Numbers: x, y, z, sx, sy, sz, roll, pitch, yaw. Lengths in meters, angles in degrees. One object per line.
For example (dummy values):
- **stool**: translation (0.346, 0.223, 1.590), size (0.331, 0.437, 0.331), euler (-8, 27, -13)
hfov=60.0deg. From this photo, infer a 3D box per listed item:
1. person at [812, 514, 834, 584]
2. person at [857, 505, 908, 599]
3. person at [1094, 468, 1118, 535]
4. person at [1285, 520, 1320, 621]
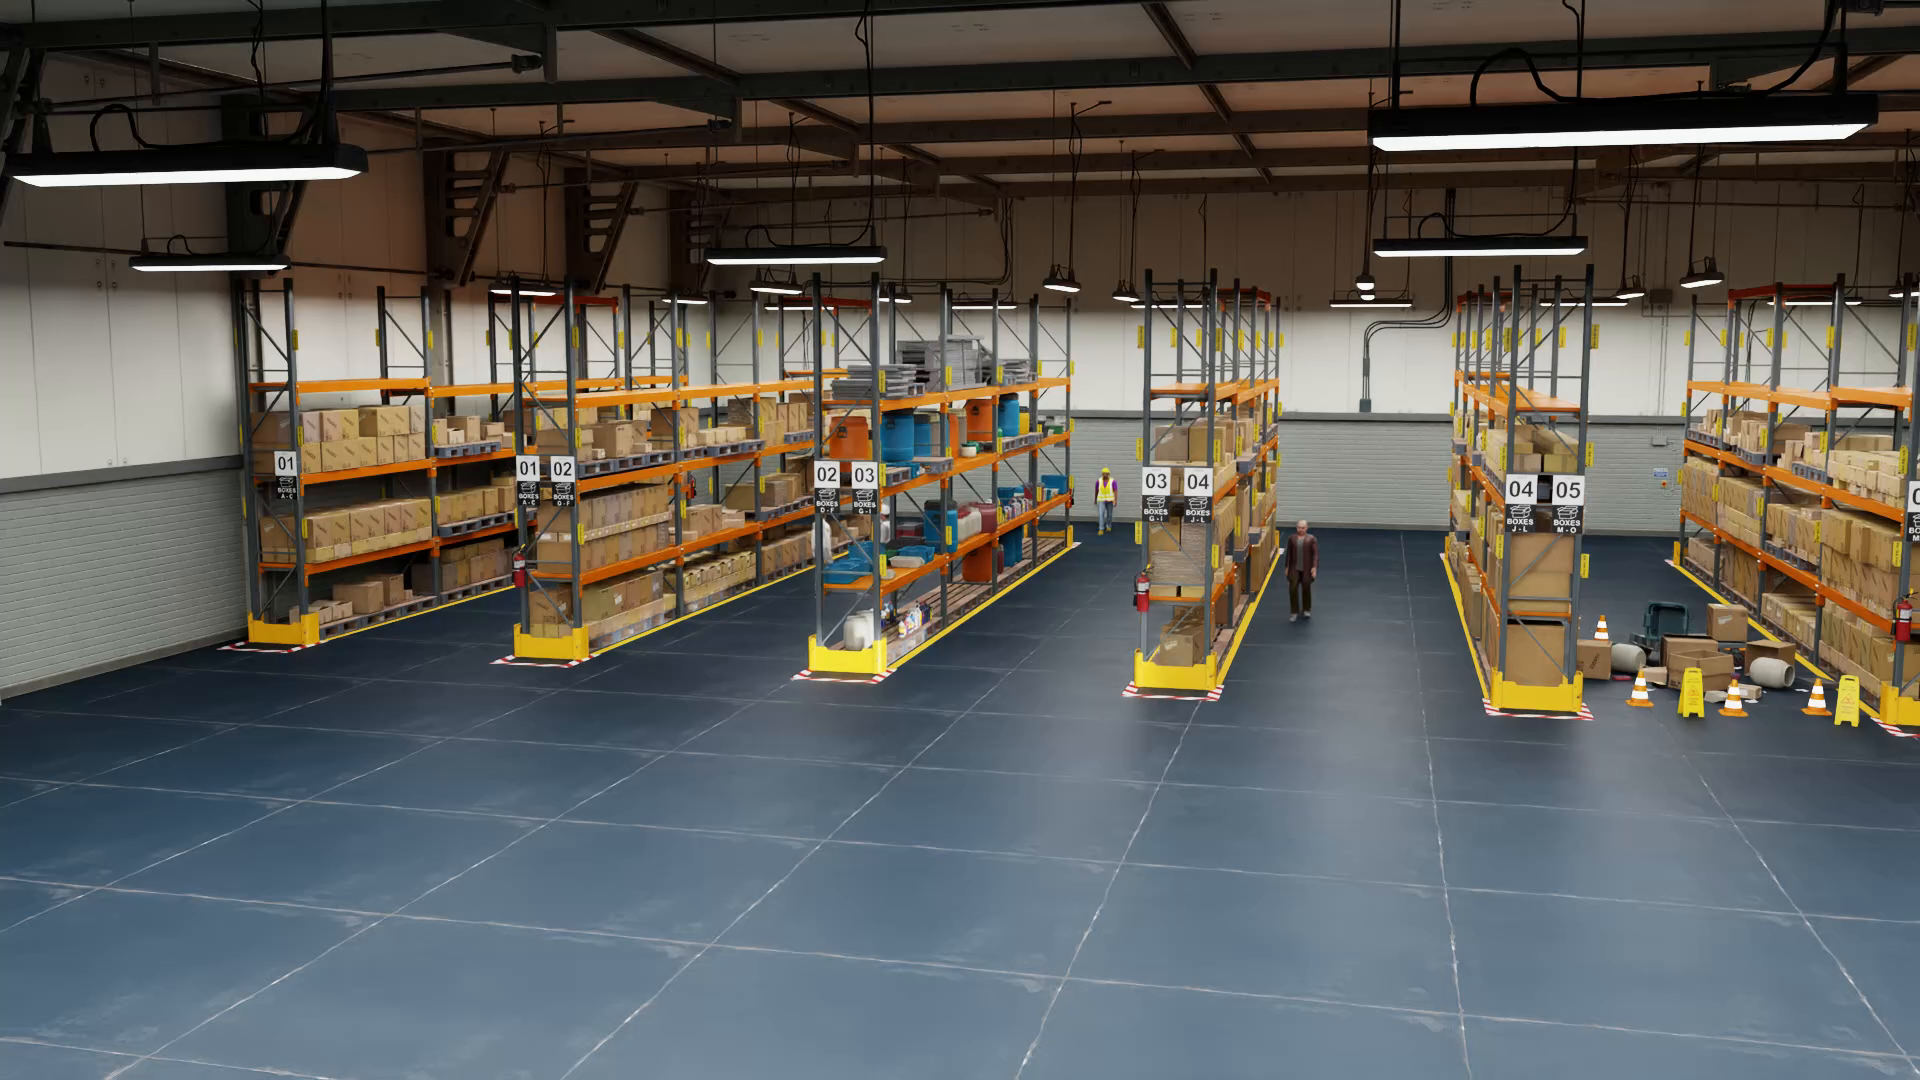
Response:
- **person**: translation (-2.795, 0.193, 33.250), size (0.512, 1.674, 0.469), euler (6, 9, 43)
- **person**: translation (-1.411, 0.209, 30.258), size (1.018, 1.715, 0.553), euler (4, 8, 33)
- **person**: translation (3.771, -1.019, 42.968), size (0.601, 1.705, 1.079), euler (1, 7, 5)
- **person**: translation (6.148, 0.555, 29.932), size (0.651, 1.828, 0.659), euler (3, 8, 26)
